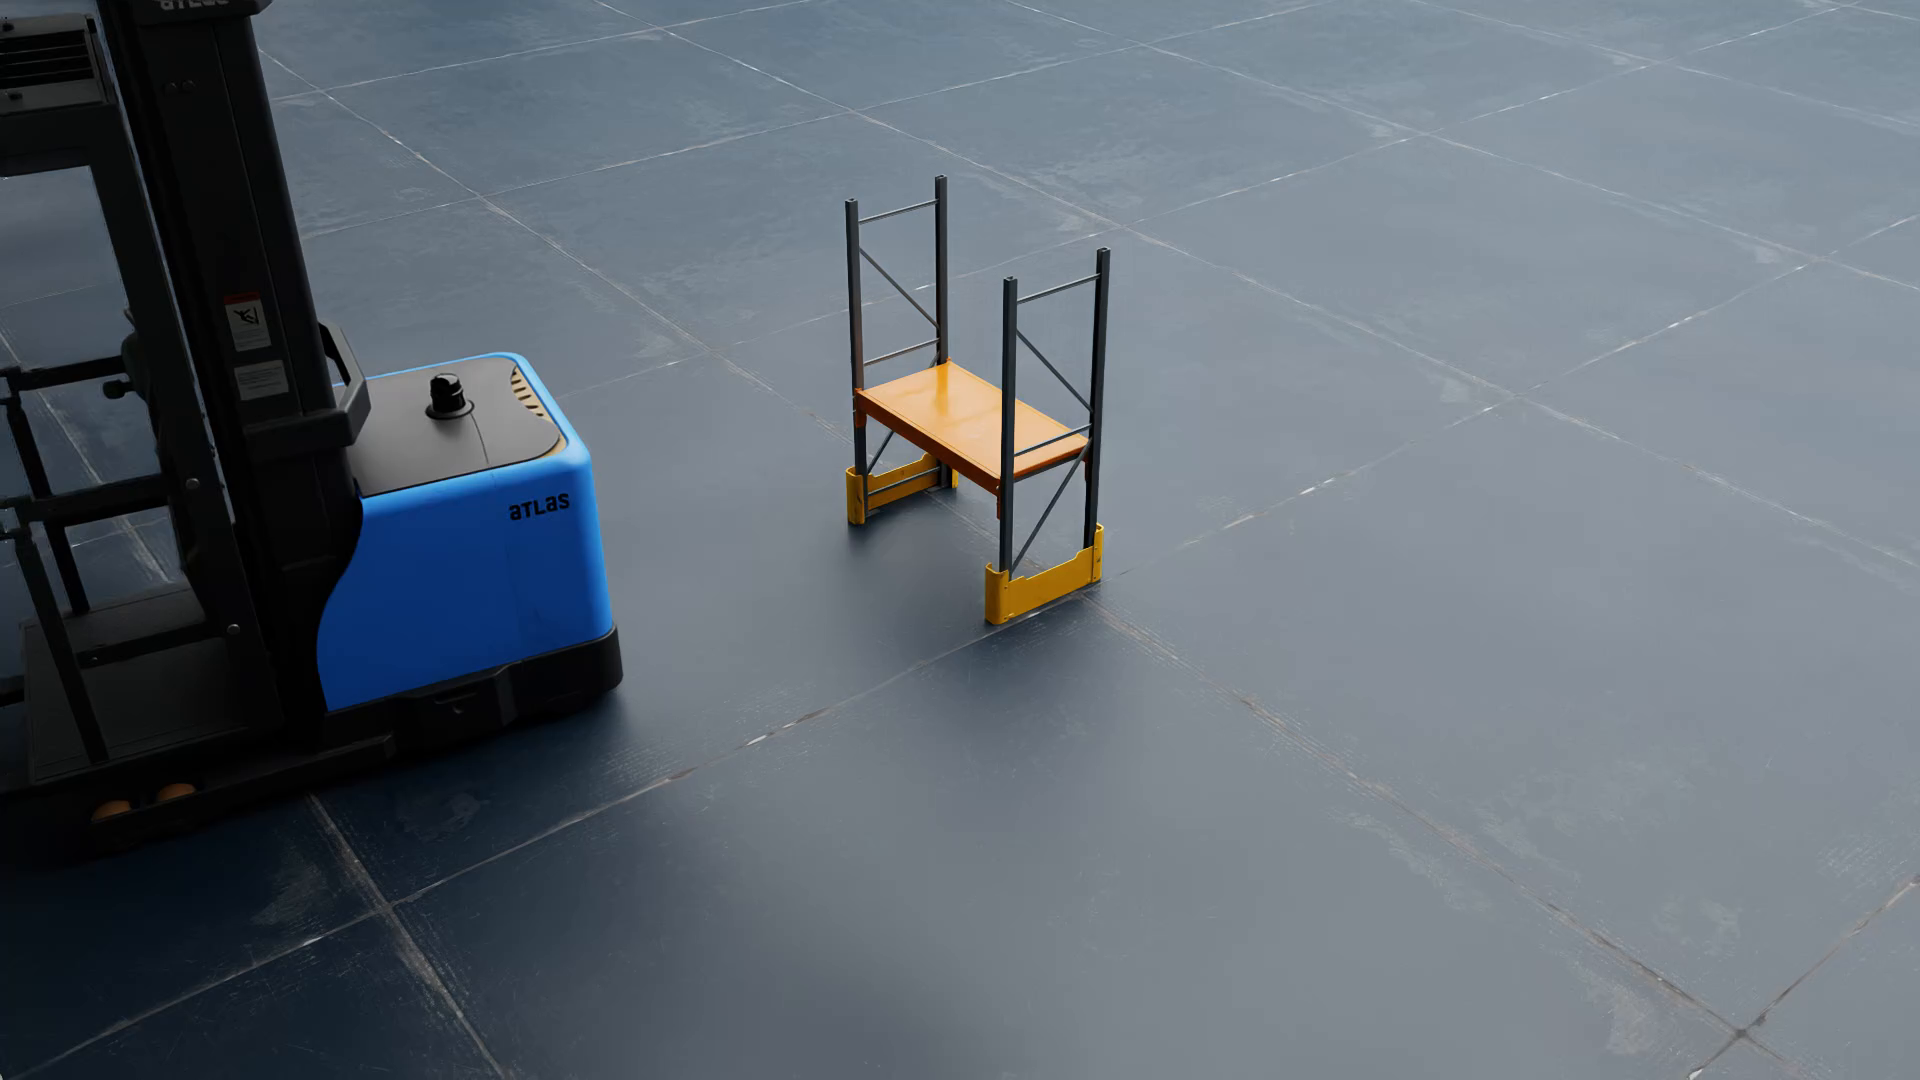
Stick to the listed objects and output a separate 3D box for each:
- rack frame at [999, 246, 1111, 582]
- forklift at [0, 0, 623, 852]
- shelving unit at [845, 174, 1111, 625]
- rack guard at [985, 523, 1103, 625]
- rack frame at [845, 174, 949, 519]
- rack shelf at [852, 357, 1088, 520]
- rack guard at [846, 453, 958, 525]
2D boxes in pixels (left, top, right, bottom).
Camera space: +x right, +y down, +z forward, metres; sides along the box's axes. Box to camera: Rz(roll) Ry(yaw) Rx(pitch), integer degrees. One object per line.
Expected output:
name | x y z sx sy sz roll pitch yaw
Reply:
rack frame | 0.364 -0.390 6.563 0.500 1.500 0.032 -22 38 -31
forklift | -2.841 -0.510 5.400 3.031 2.935 1.130 -15 35 -23
shelving unit | 0.047 -0.605 6.910 0.587 1.500 1.083 -22 38 -31
rack guard | 0.352 0.133 6.905 0.587 0.250 0.087 -22 38 -31
rack frame | -0.259 -0.813 7.245 0.500 1.500 0.032 -22 38 -31
rack shelf | 0.052 -0.449 6.999 0.538 0.185 1.000 -22 38 -31
rack guard | -0.259 -0.282 7.574 0.587 0.250 0.087 -22 38 -31
